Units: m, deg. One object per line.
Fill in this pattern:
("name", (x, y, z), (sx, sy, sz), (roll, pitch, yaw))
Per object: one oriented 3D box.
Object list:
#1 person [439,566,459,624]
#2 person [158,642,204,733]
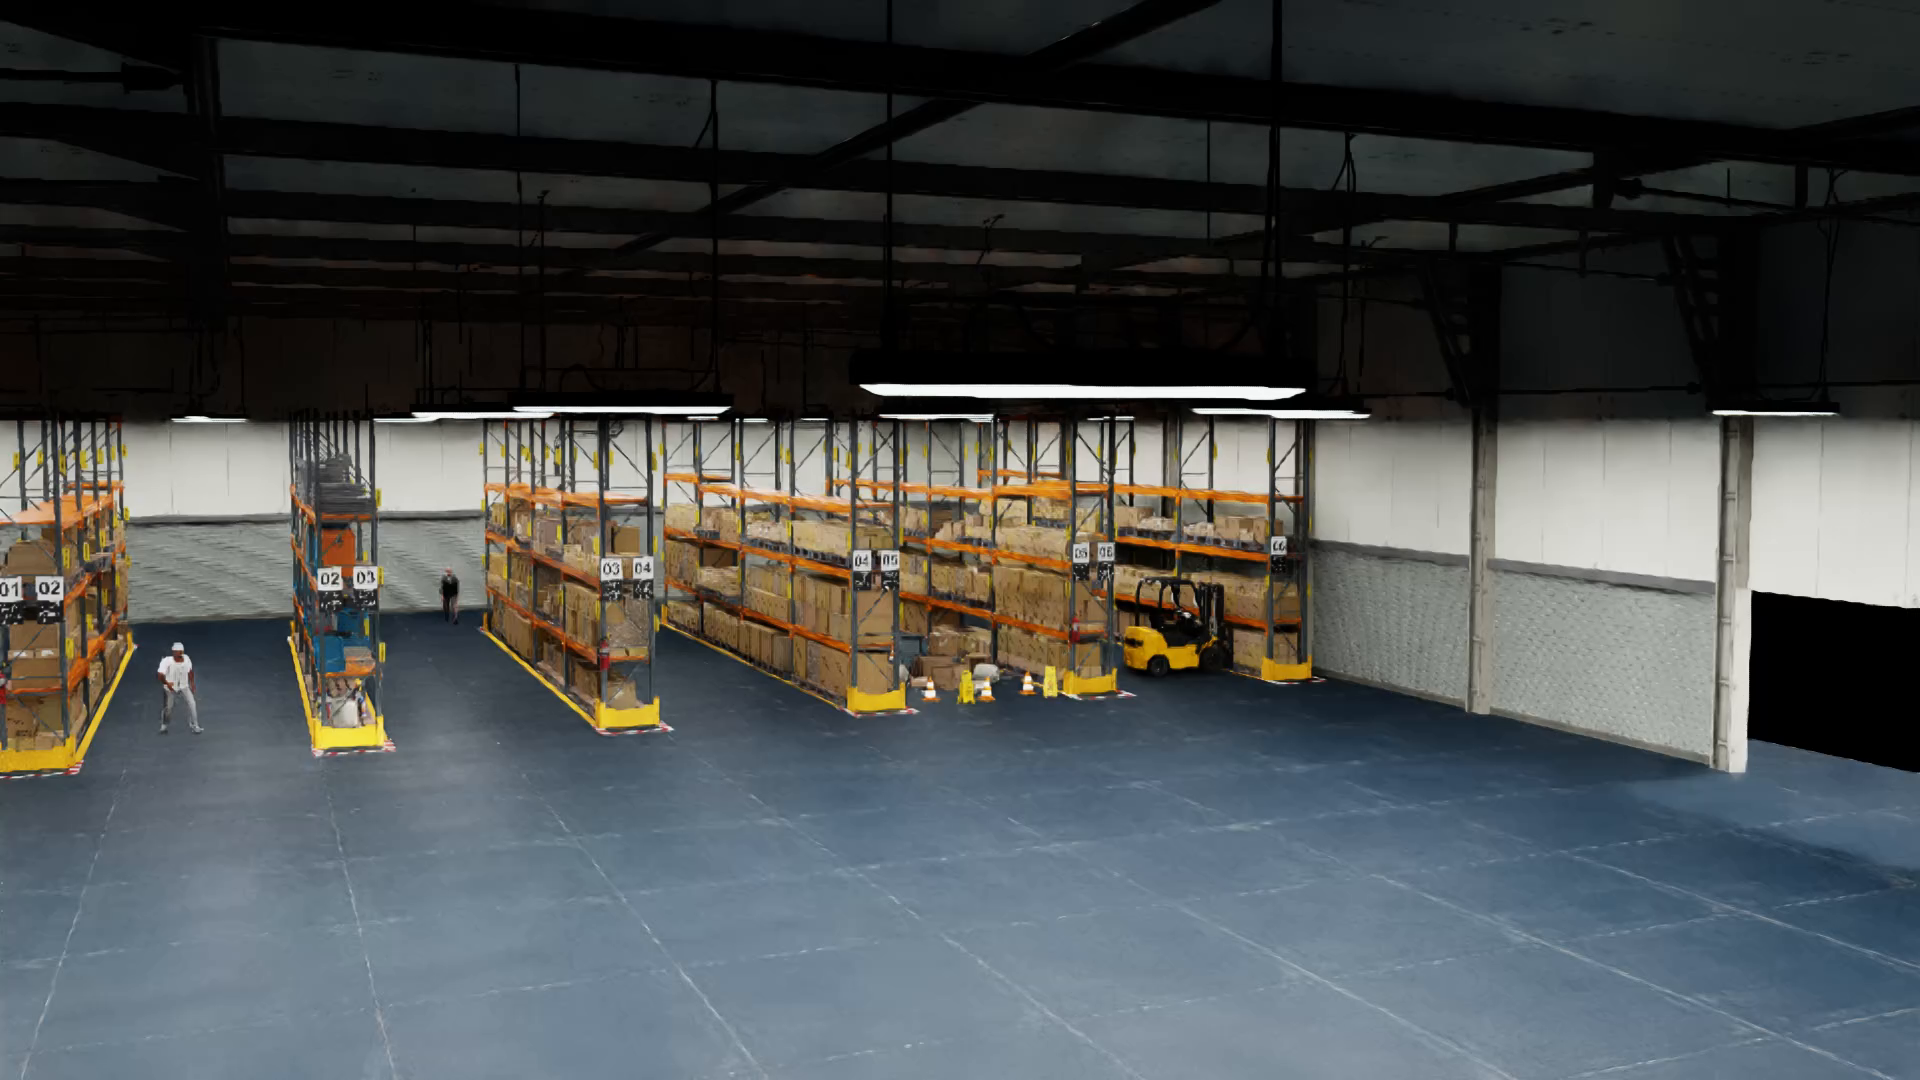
("person", (-14.614, 1.557, 47.590), (0.543, 1.648, 1.114), (-1, 4, -20))
("person", (-14.458, 2.715, 30.702), (0.704, 1.701, 0.828), (-4, 5, -41))
